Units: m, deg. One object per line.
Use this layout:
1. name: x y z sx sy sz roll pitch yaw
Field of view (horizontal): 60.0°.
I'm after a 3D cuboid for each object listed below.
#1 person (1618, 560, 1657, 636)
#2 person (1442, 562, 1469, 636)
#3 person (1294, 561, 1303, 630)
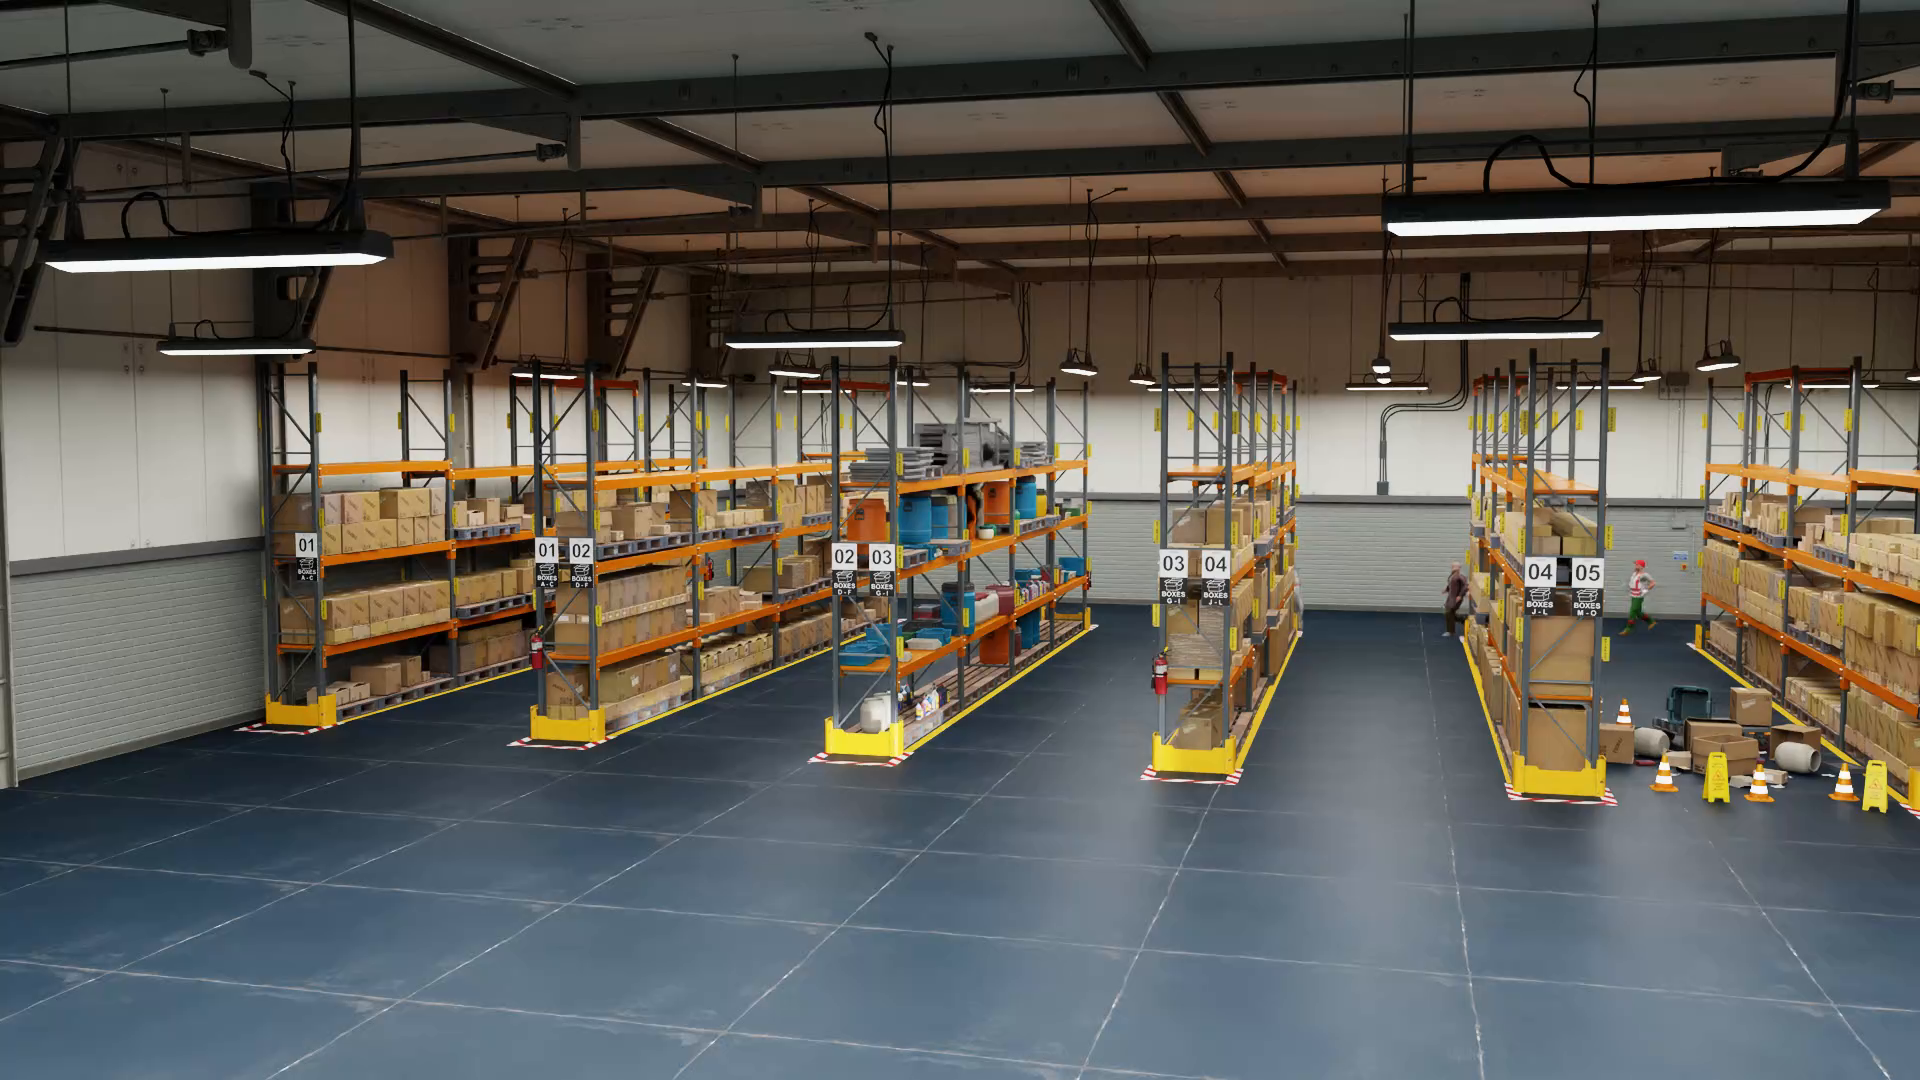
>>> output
1. person: 15.930 1.348 39.037 0.979 1.781 0.656 0 4 -4
2. person: 11.683 1.392 39.134 0.717 1.757 0.749 -1 4 -7
3. person: 7.939 1.236 40.266 0.742 1.660 0.666 4 5 42
